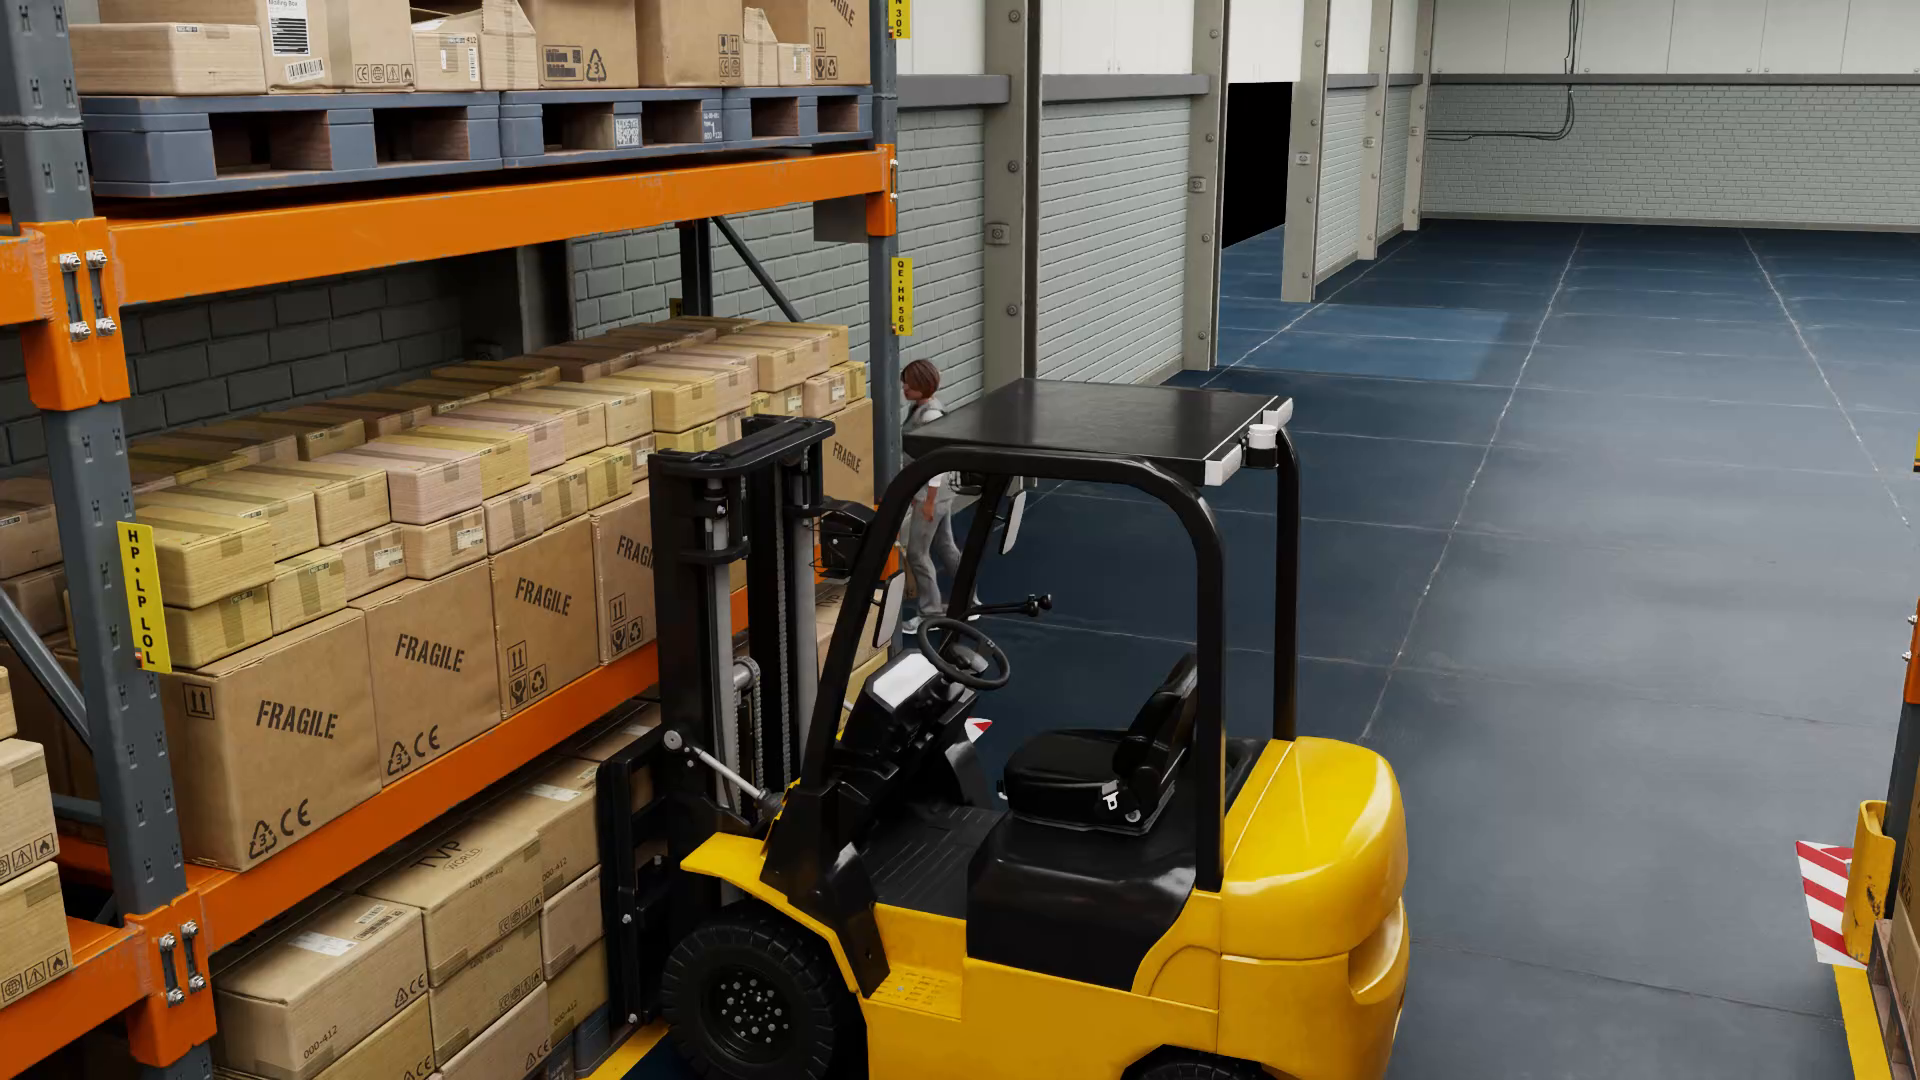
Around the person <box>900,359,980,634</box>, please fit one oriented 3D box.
[{"bbox_3d":[-0.130,-0.247,9.431,0.506,1.587,0.452,-2,16,-6],"label":"person"}]
